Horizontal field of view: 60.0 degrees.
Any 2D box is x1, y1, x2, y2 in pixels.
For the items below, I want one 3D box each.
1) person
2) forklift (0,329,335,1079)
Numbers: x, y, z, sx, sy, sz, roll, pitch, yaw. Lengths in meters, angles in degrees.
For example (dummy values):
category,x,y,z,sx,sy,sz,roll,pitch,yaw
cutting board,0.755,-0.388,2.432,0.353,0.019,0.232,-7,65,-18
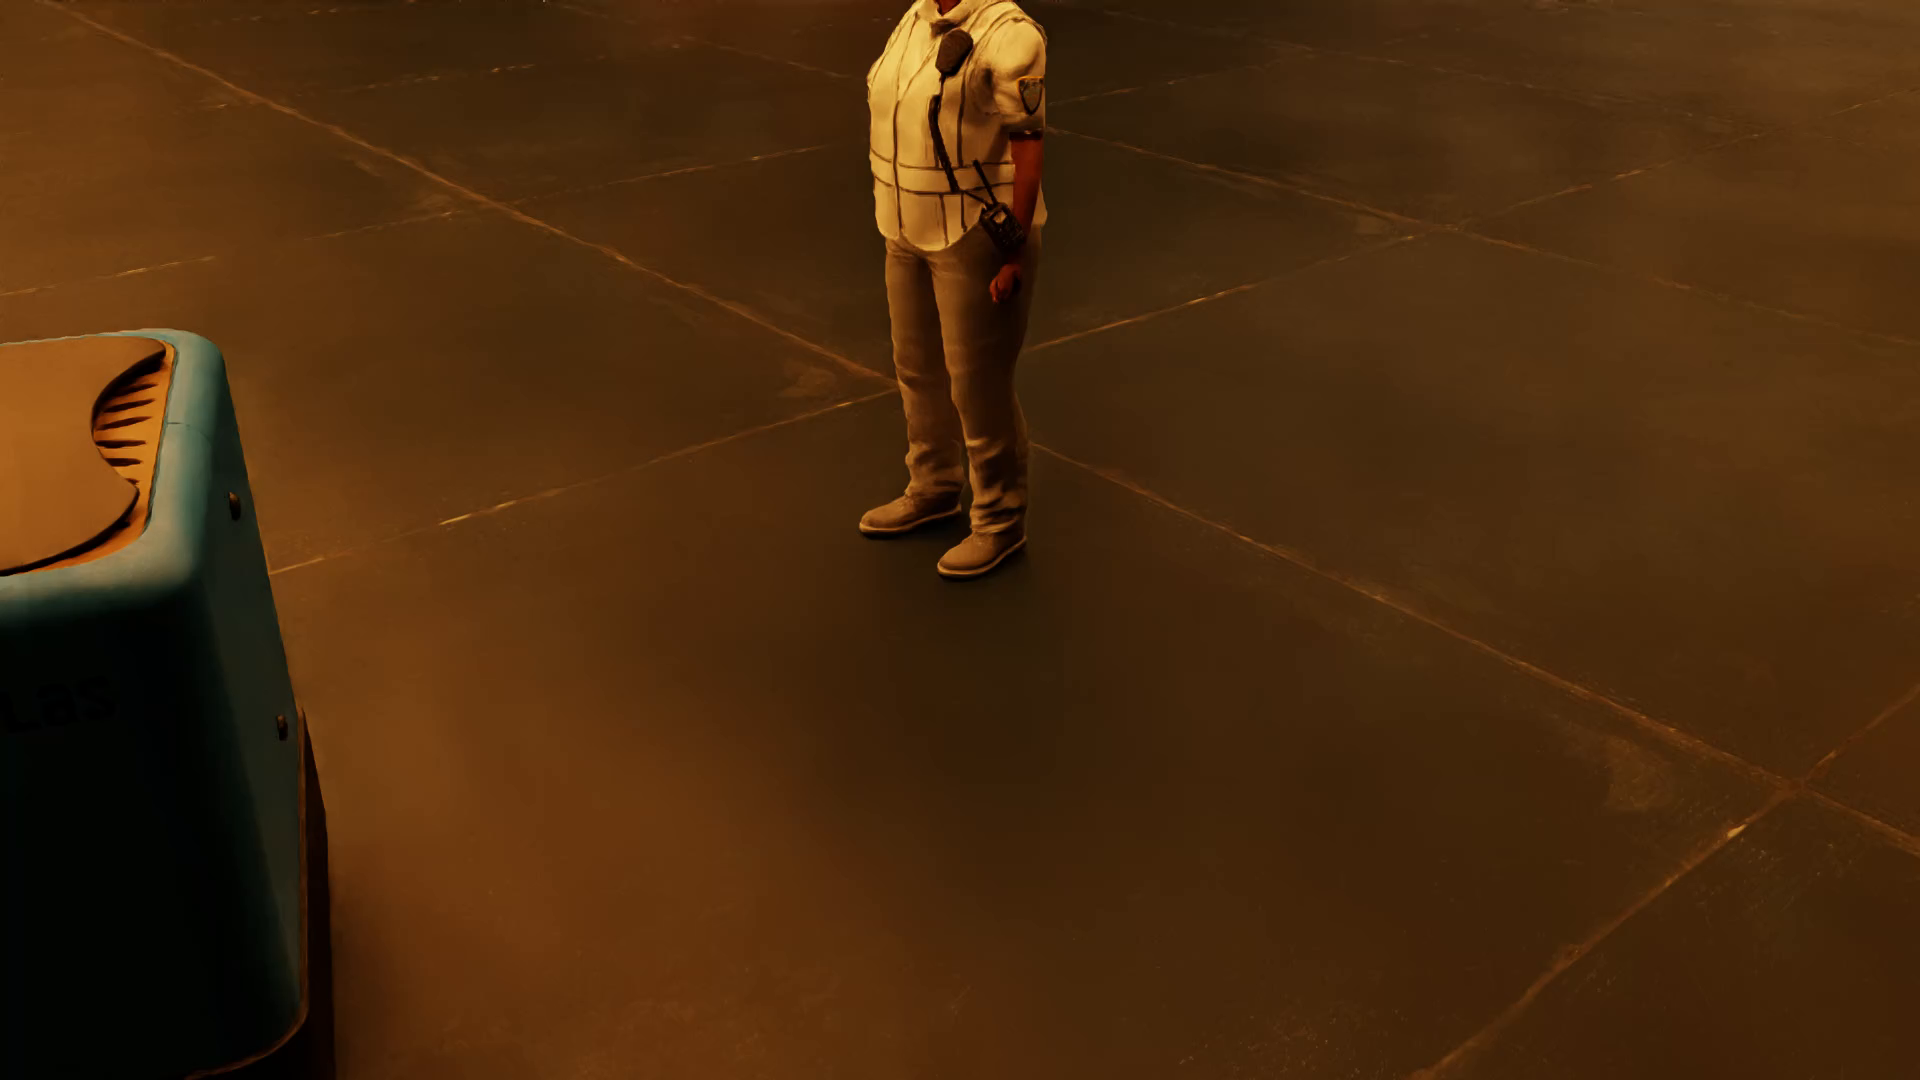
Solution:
category,x,y,z,sx,sy,sz,roll,pitch,yaw
person,-0.017,-0.741,4.127,0.390,1.669,0.482,-20,33,-35
forklift,-2.520,-0.302,1.812,3.031,2.935,1.130,-9,28,-18
